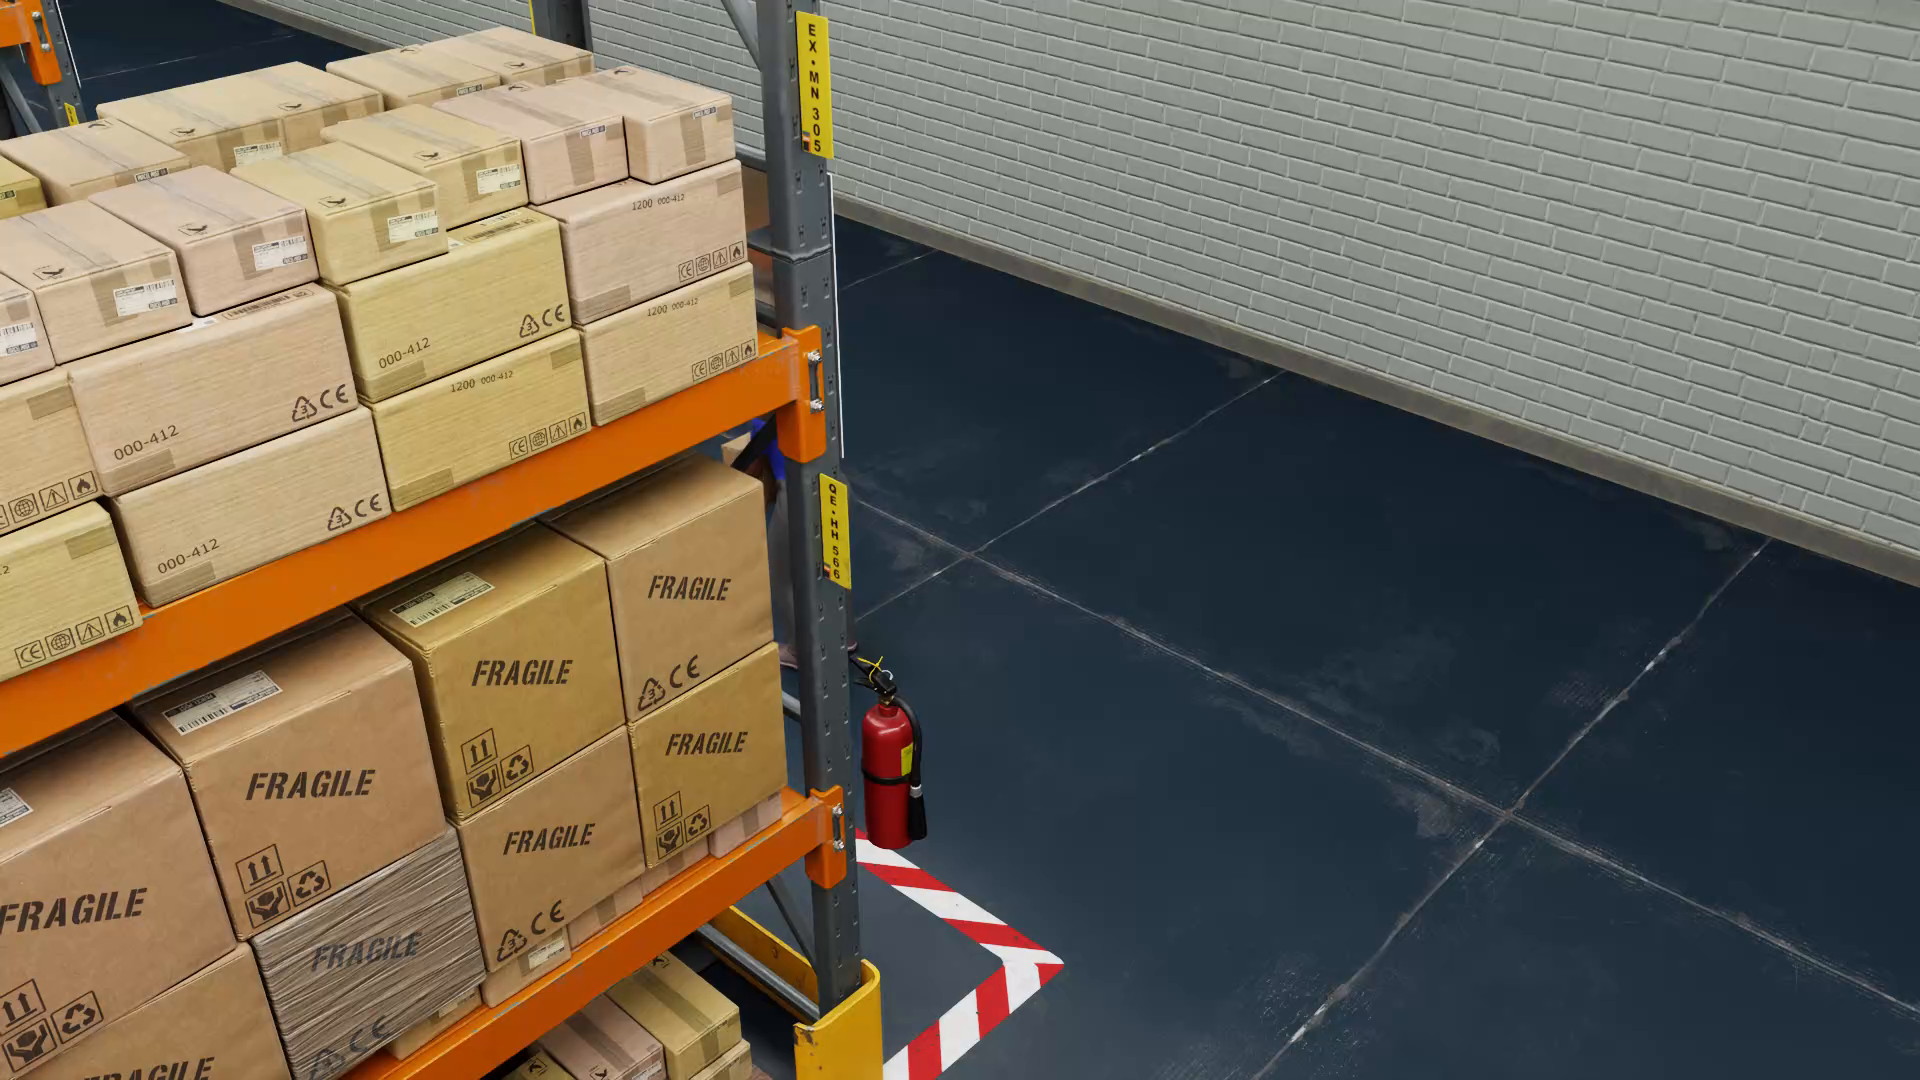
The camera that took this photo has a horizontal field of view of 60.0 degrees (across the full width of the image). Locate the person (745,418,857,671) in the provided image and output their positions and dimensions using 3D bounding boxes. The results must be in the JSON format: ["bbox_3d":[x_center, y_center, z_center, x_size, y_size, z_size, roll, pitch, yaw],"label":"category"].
[{"bbox_3d":[-0.754,-0.191,7.471,0.529,1.647,0.412,25,39,34],"label":"person"}]
